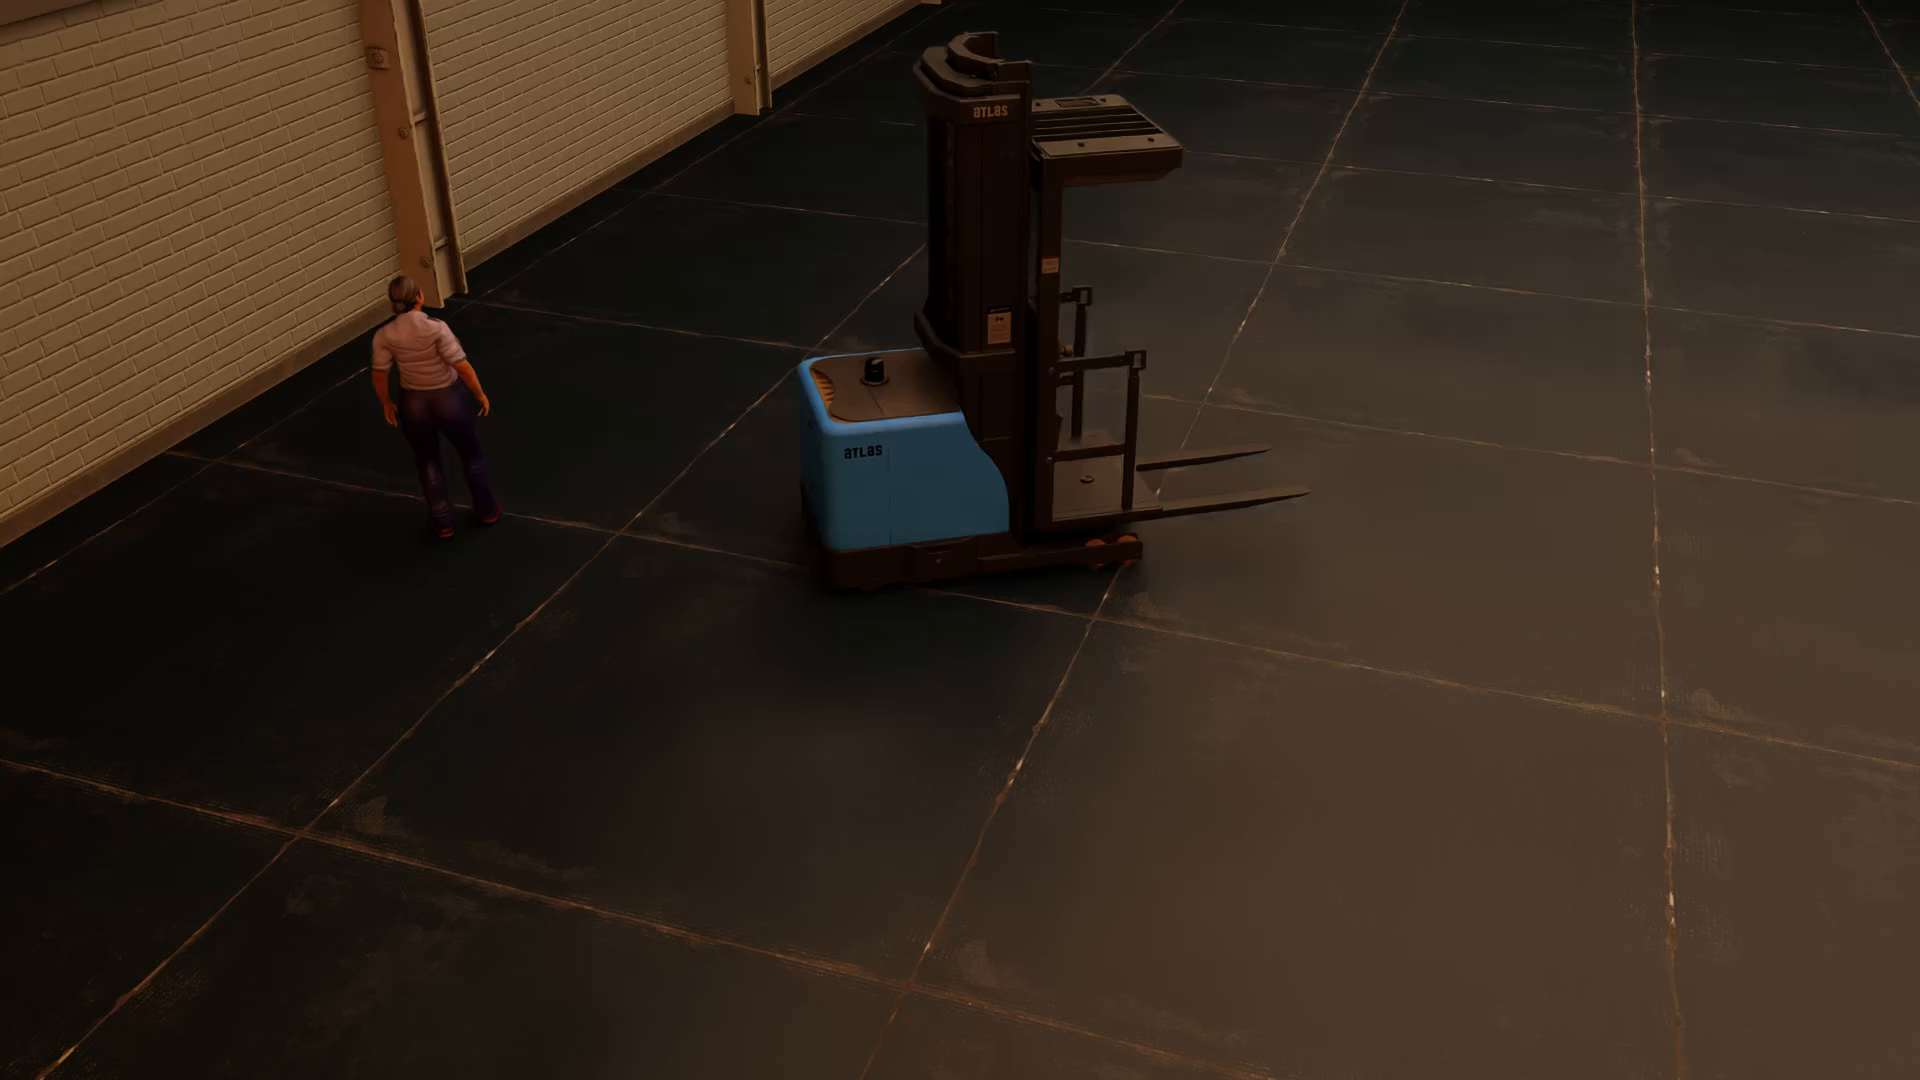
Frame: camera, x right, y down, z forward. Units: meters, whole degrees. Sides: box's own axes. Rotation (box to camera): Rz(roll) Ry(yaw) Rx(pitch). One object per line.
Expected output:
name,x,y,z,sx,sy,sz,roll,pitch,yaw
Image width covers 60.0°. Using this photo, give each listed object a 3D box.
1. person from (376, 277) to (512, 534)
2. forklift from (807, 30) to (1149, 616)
person,-3.088,-0.823,9.862,0.595,1.650,0.504,-4,30,-7
forklift,0.287,-1.554,9.862,1.130,2.935,3.031,15,33,25
